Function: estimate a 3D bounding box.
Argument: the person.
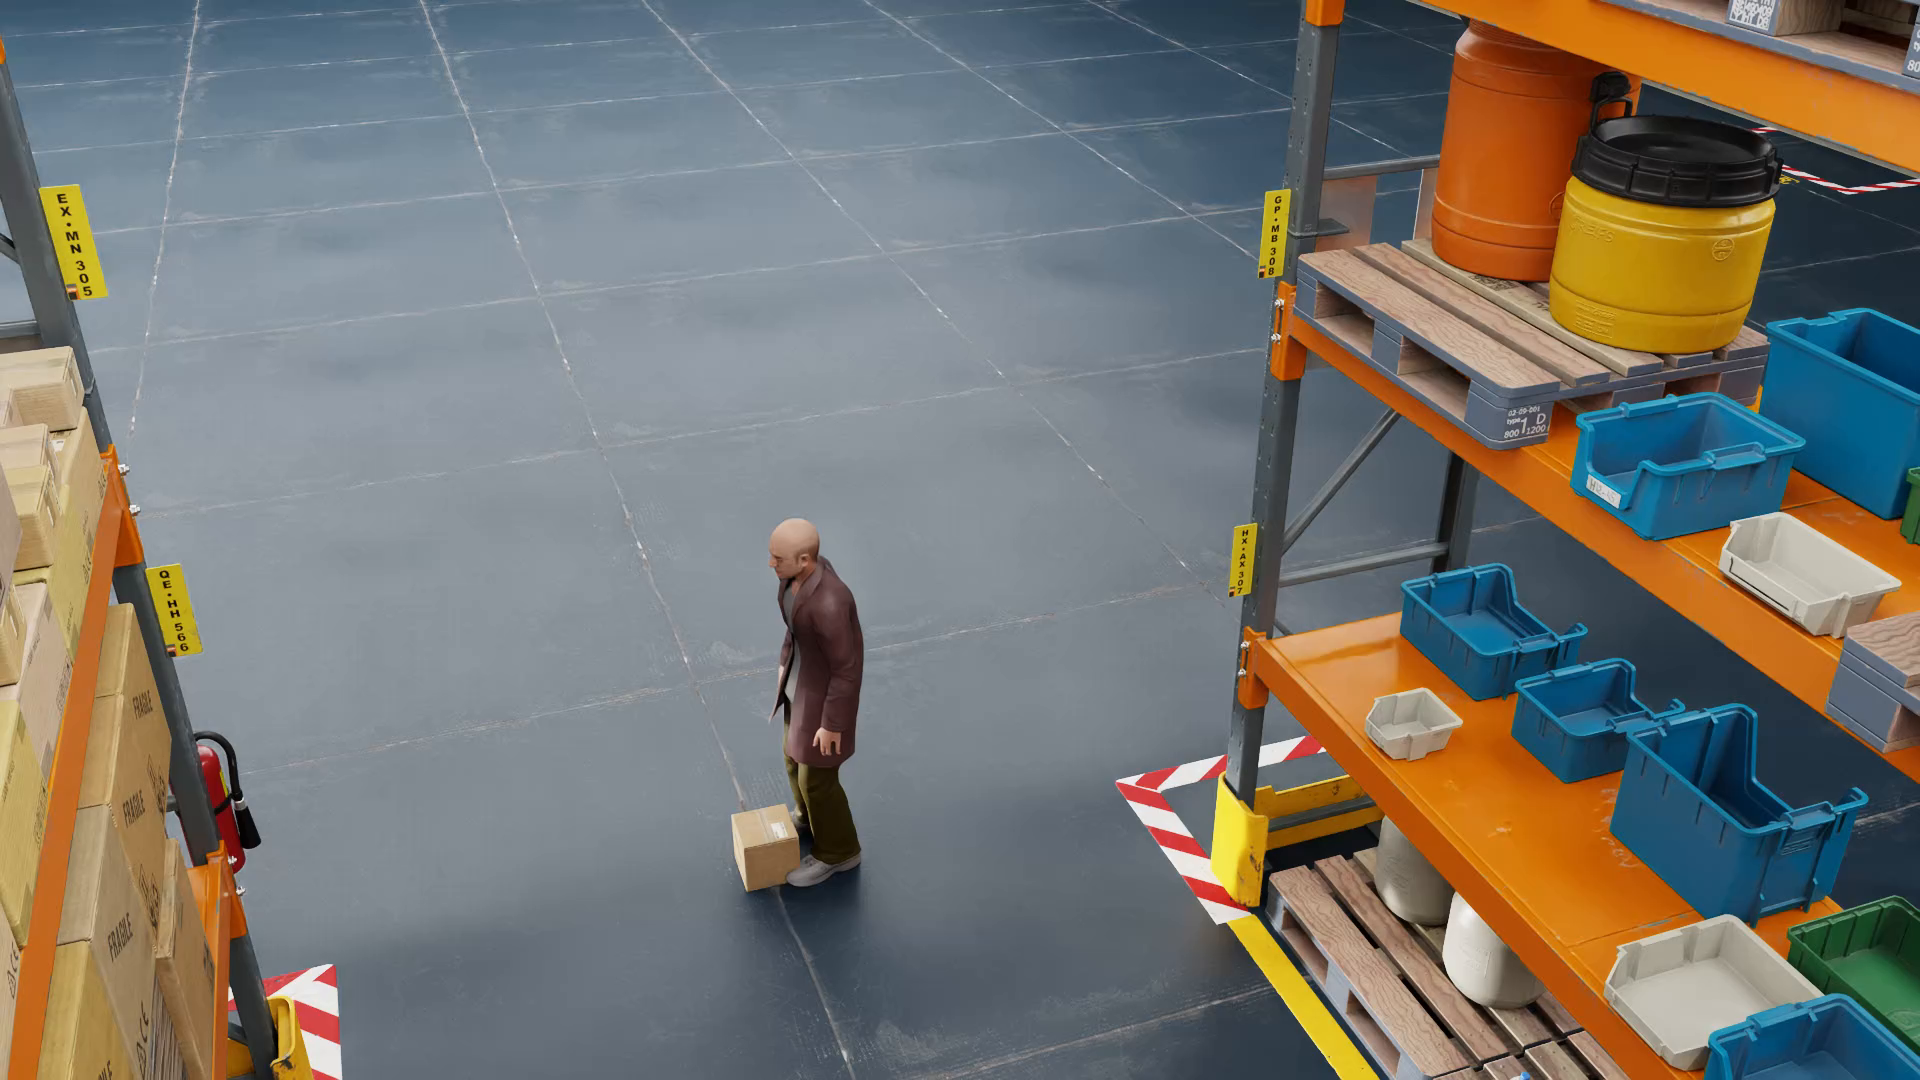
[{"bbox_3d":[-0.635,0.673,7.175,0.429,1.772,0.643,-12,32,-20],"label":"person"}]
